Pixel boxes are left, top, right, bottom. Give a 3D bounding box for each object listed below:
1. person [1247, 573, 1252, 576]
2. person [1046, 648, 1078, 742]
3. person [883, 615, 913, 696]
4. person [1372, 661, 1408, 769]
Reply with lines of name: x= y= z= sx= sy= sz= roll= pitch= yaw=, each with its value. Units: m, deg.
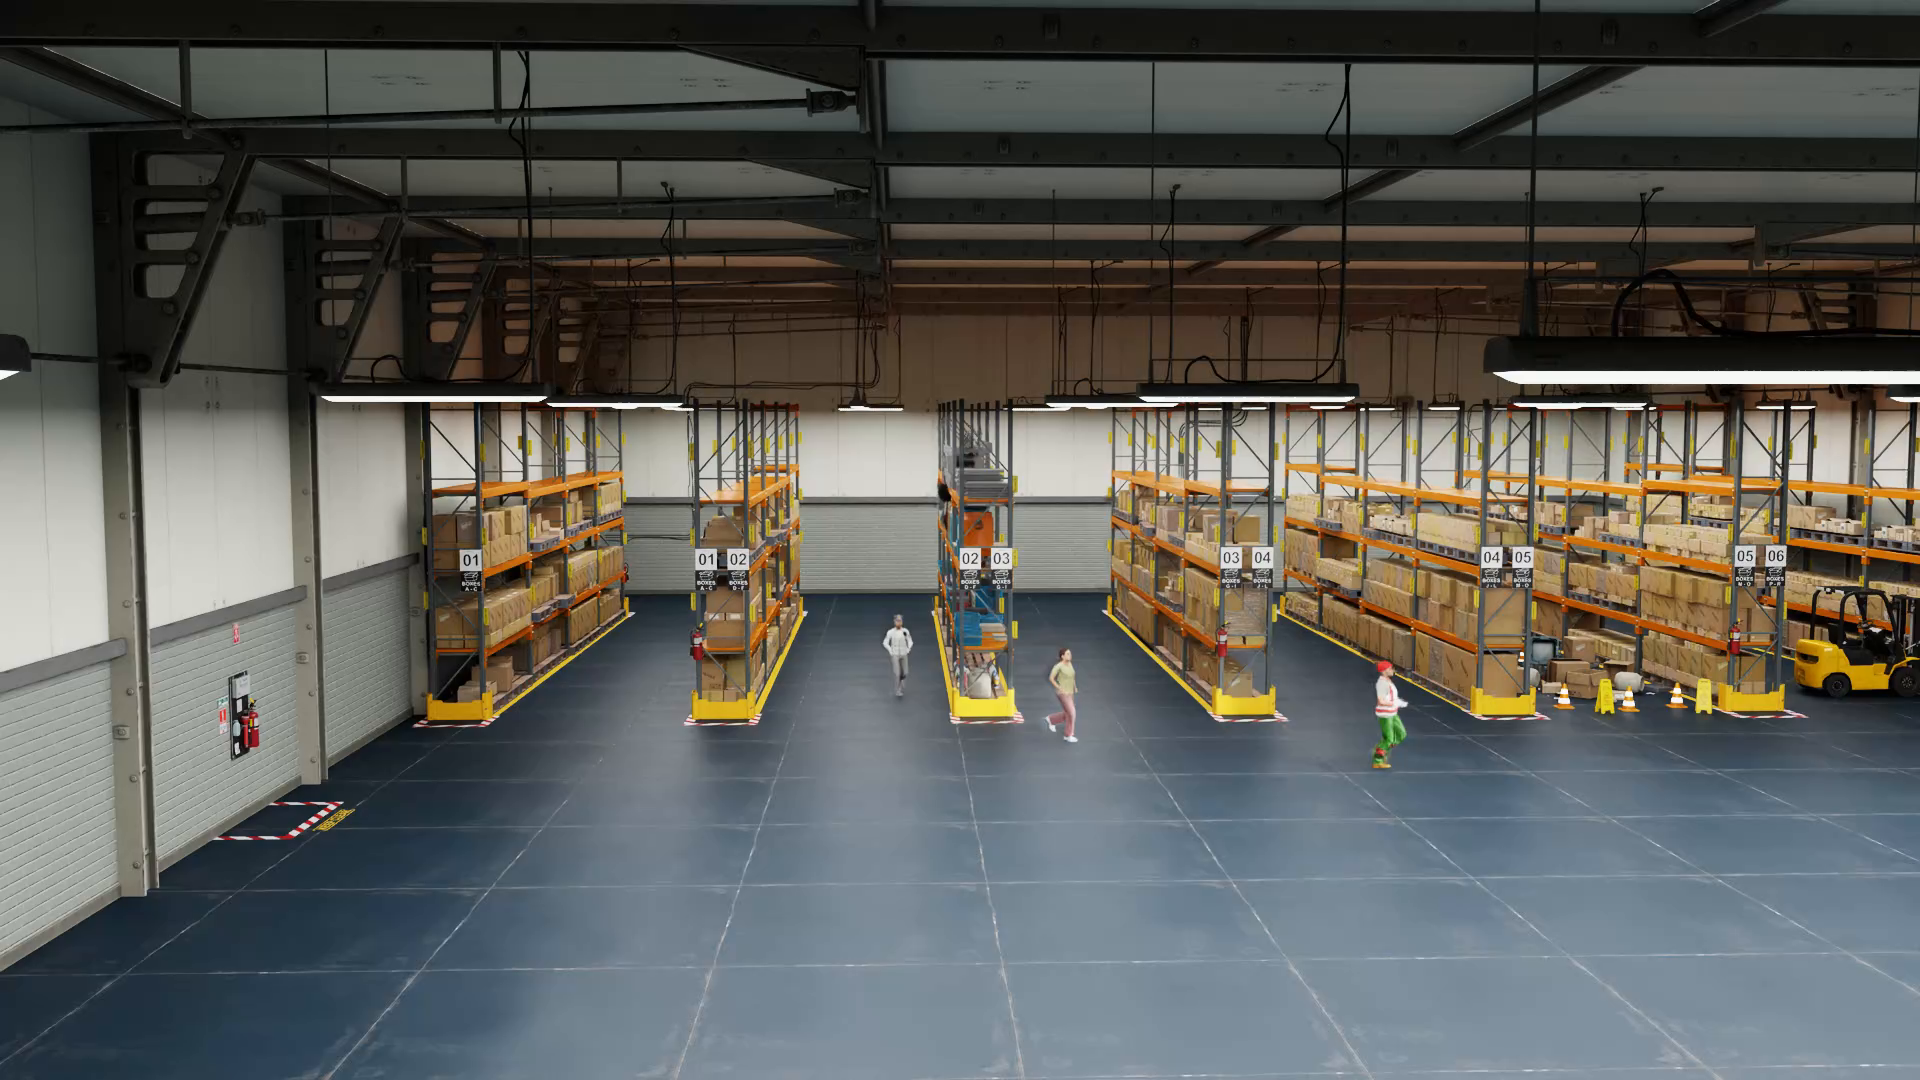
person: x=8.109 y=1.436 z=45.820 sx=0.596 sy=1.626 sz=0.651 roll=0 pitch=4 yaw=6
person: x=1.785 y=2.696 z=29.212 sx=0.714 sy=1.642 sz=0.599 roll=3 pitch=5 yaw=37
person: x=-1.256 y=2.332 z=33.830 sx=0.614 sy=1.641 sz=0.580 roll=-1 pitch=4 yaw=-12
person: x=6.916 y=2.806 z=26.686 sx=0.601 sy=1.746 sz=0.641 roll=2 pitch=5 yaw=28
